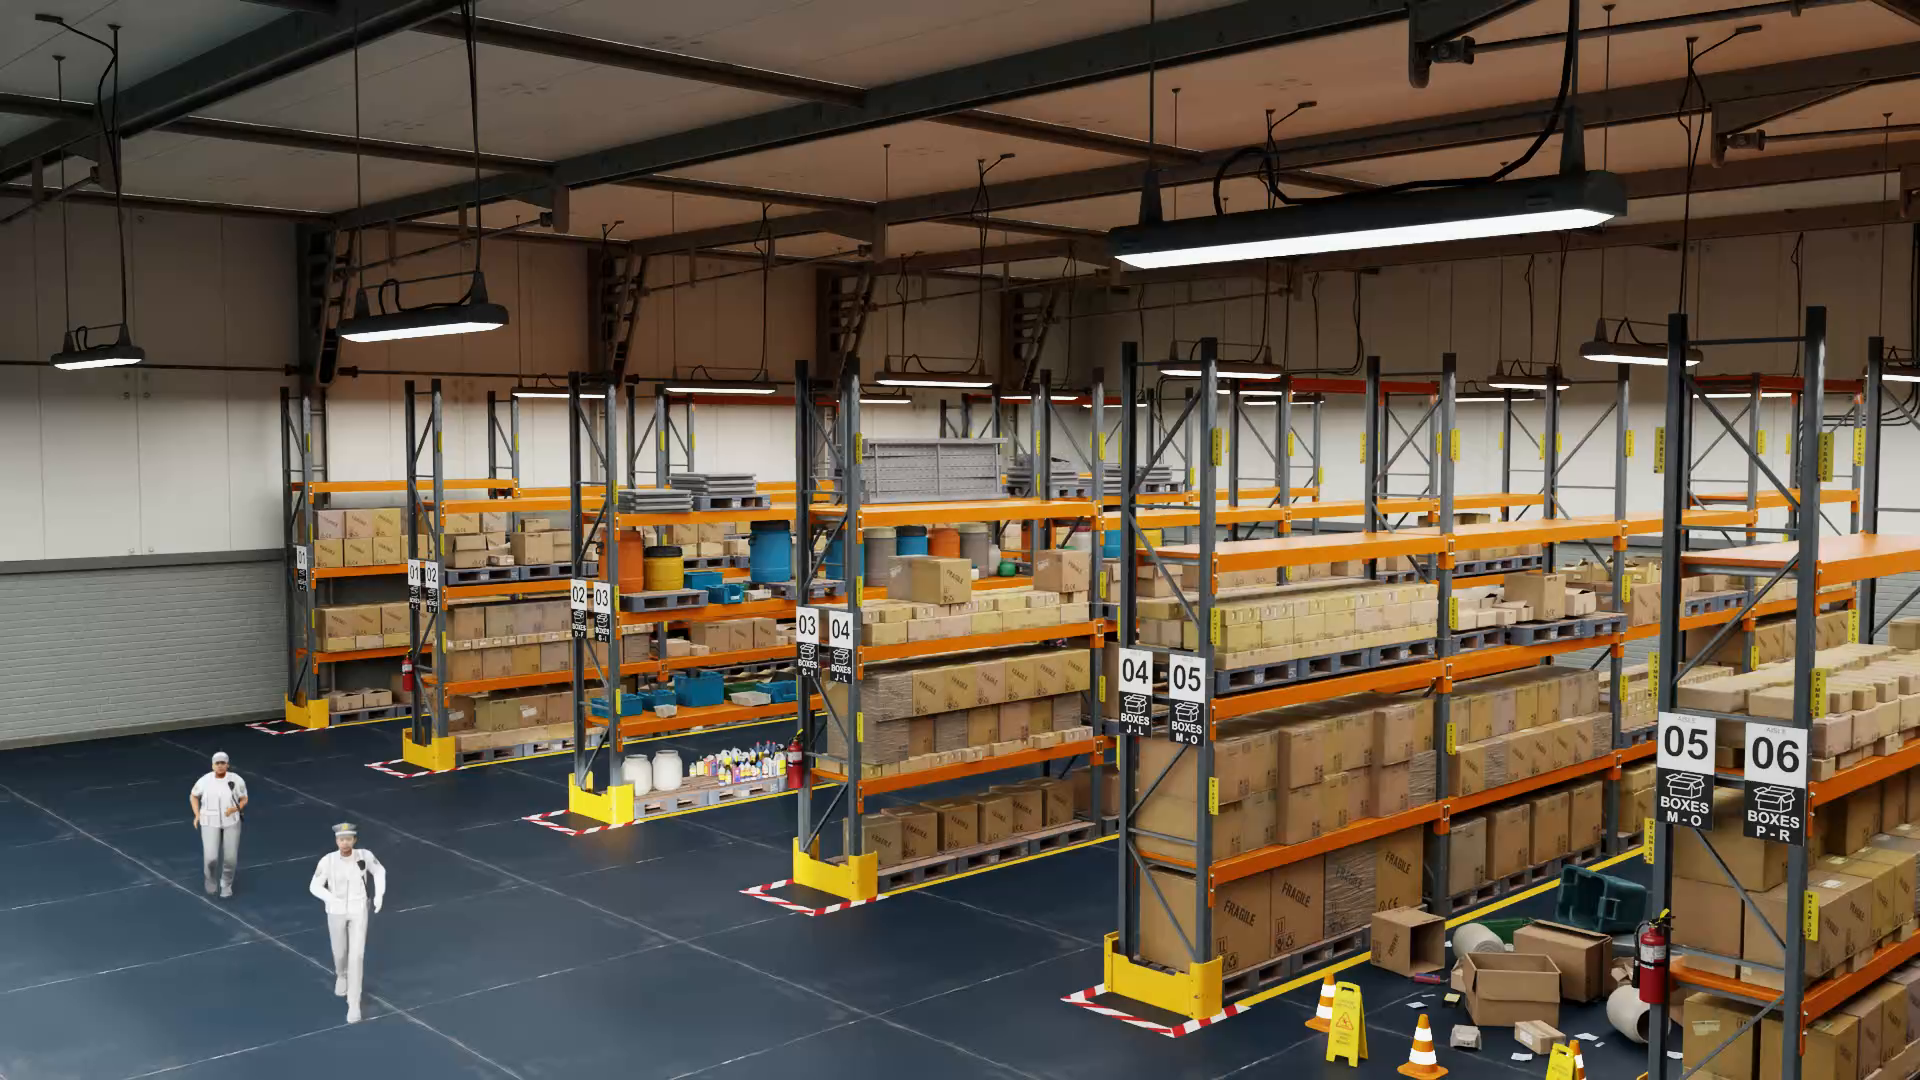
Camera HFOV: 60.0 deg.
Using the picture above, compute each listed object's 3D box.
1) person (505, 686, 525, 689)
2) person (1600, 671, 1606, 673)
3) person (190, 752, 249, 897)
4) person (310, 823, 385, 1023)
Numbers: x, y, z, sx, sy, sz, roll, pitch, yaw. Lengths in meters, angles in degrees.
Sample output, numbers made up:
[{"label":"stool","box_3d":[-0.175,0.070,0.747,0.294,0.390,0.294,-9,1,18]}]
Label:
[{"label":"person","box_3d":[-7.667,2.493,28.632,0.657,1.680,0.590,3,5,41]},{"label":"person","box_3d":[9.616,2.776,24.753,0.627,1.694,0.871,3,5,41]},{"label":"person","box_3d":[-8.200,3.167,18.435,0.592,1.629,0.583,-2,4,-26]},{"label":"person","box_3d":[-5.490,3.362,14.934,0.632,1.723,0.825,-1,4,-18]}]
